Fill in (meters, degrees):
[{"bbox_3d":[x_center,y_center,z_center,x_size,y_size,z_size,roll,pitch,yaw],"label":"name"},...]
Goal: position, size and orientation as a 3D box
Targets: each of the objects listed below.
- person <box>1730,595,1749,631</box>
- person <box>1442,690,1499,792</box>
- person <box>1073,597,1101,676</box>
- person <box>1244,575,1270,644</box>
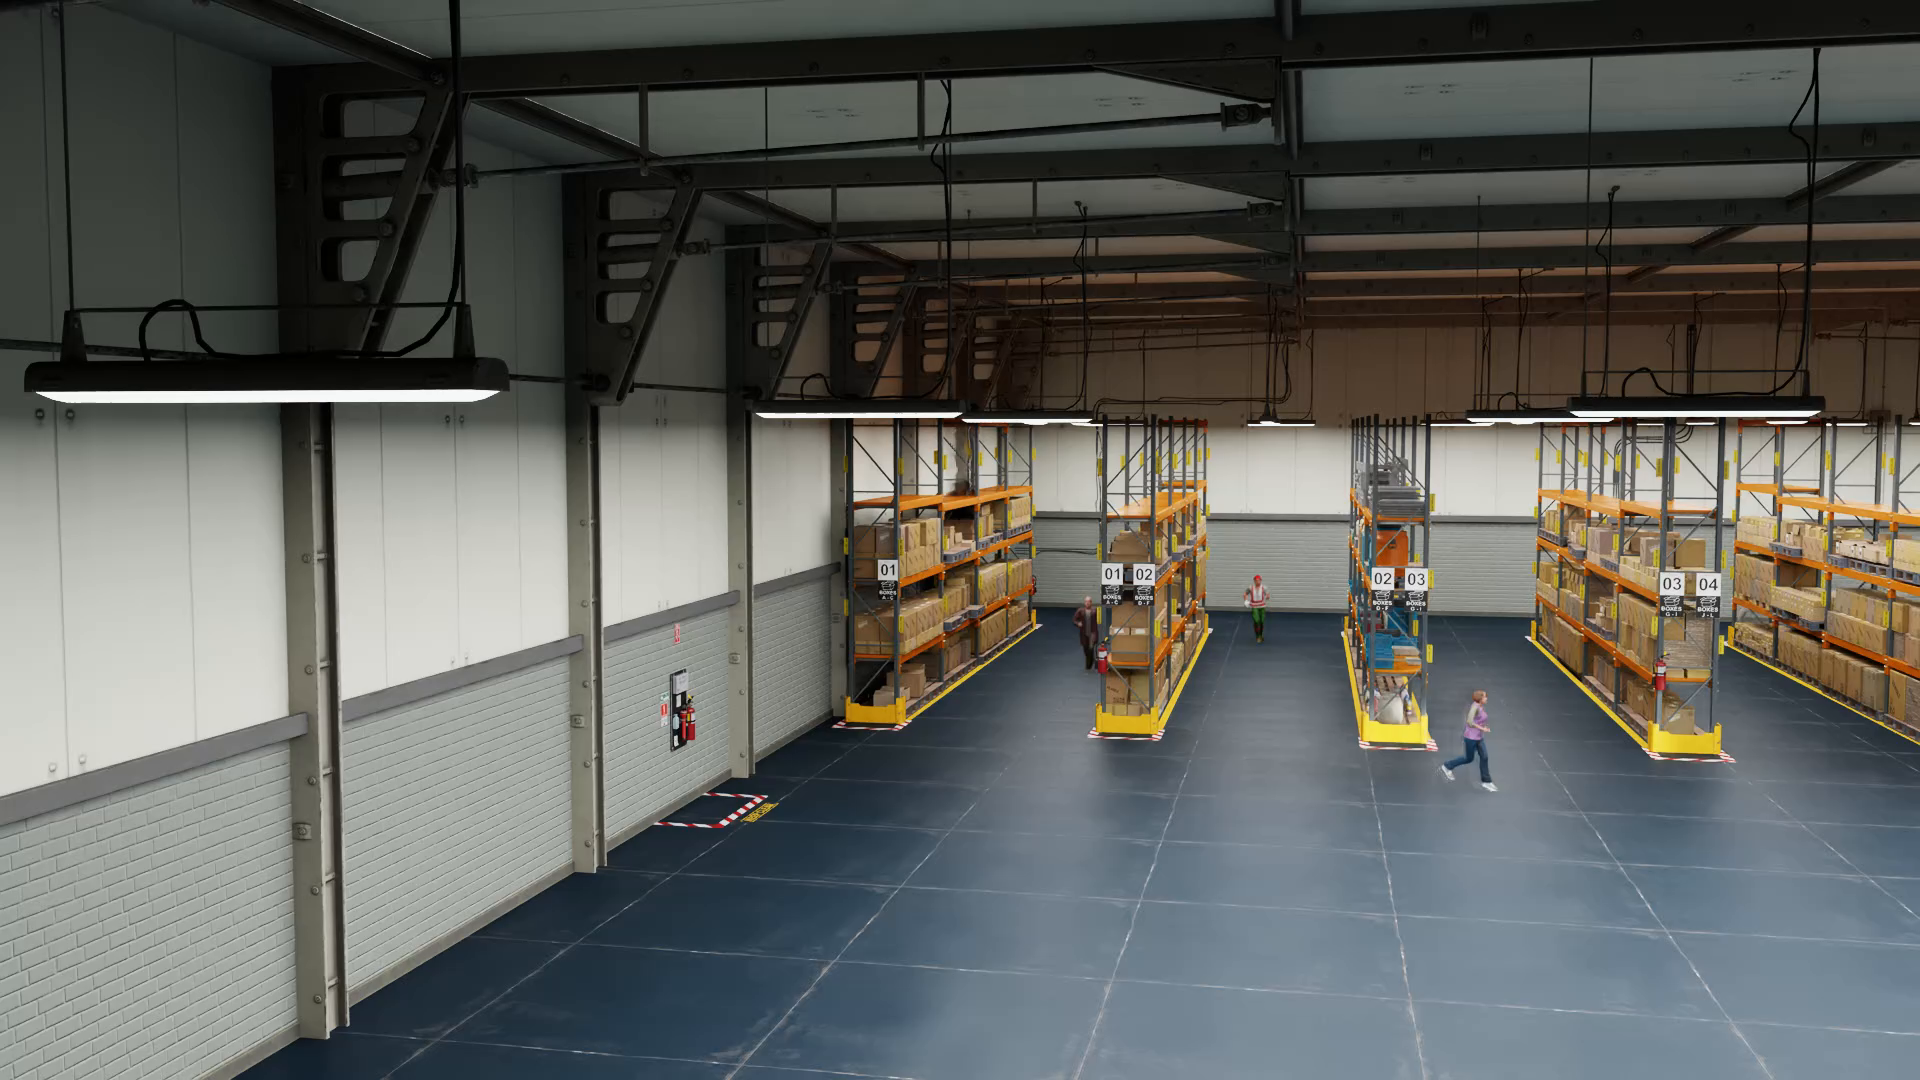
[{"bbox_3d":[21.307,1.855,45.260,0.806,1.746,0.603,-1,4,-13],"label":"person"},{"bbox_3d":[8.150,3.165,26.480,0.918,1.591,0.564,2,5,33],"label":"person"},{"bbox_3d":[3.030,2.257,39.125,0.742,1.824,1.008,1,4,10],"label":"person"},{"bbox_3d":[8.021,1.856,44.819,0.663,1.838,0.777,0,4,0],"label":"person"}]
